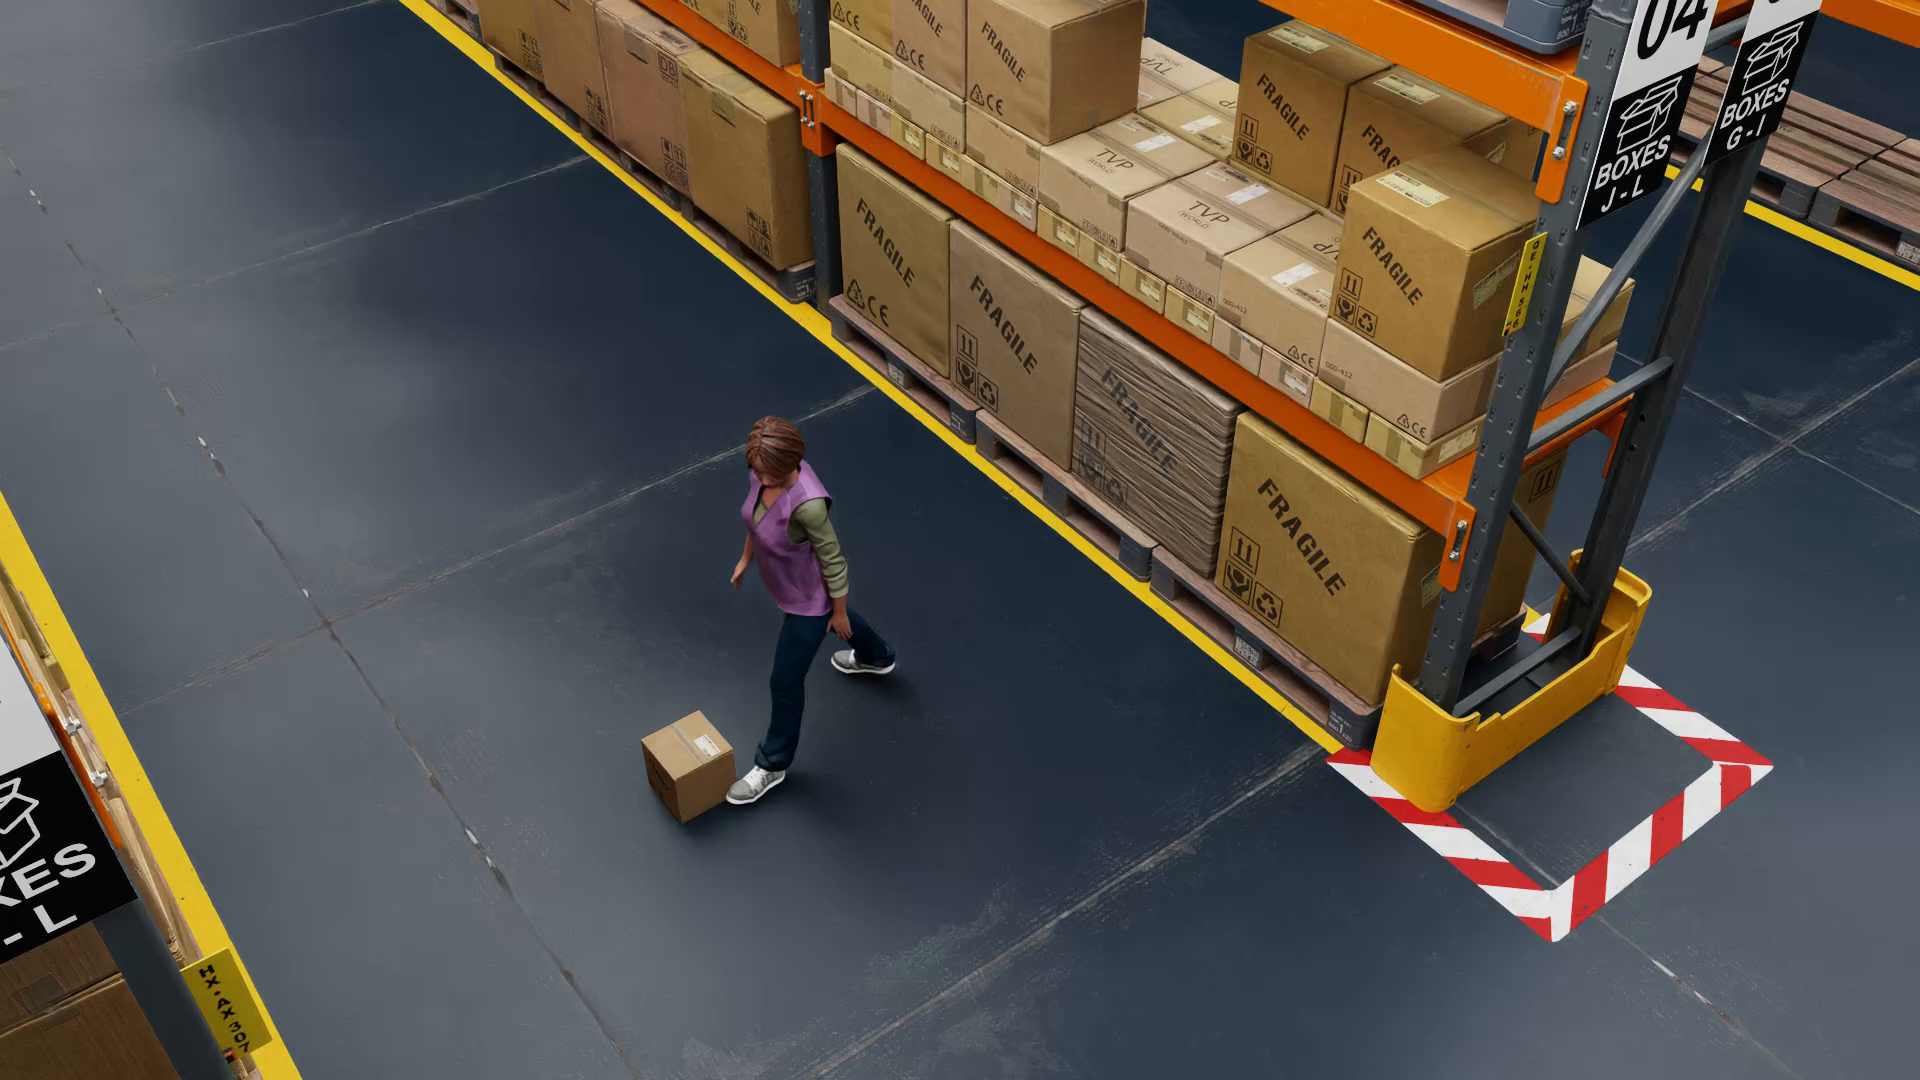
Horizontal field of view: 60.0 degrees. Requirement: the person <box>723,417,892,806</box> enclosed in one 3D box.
[{"bbox_3d":[-0.606,0.149,5.997,0.849,1.545,0.551,-18,44,-20],"label":"person"}]
